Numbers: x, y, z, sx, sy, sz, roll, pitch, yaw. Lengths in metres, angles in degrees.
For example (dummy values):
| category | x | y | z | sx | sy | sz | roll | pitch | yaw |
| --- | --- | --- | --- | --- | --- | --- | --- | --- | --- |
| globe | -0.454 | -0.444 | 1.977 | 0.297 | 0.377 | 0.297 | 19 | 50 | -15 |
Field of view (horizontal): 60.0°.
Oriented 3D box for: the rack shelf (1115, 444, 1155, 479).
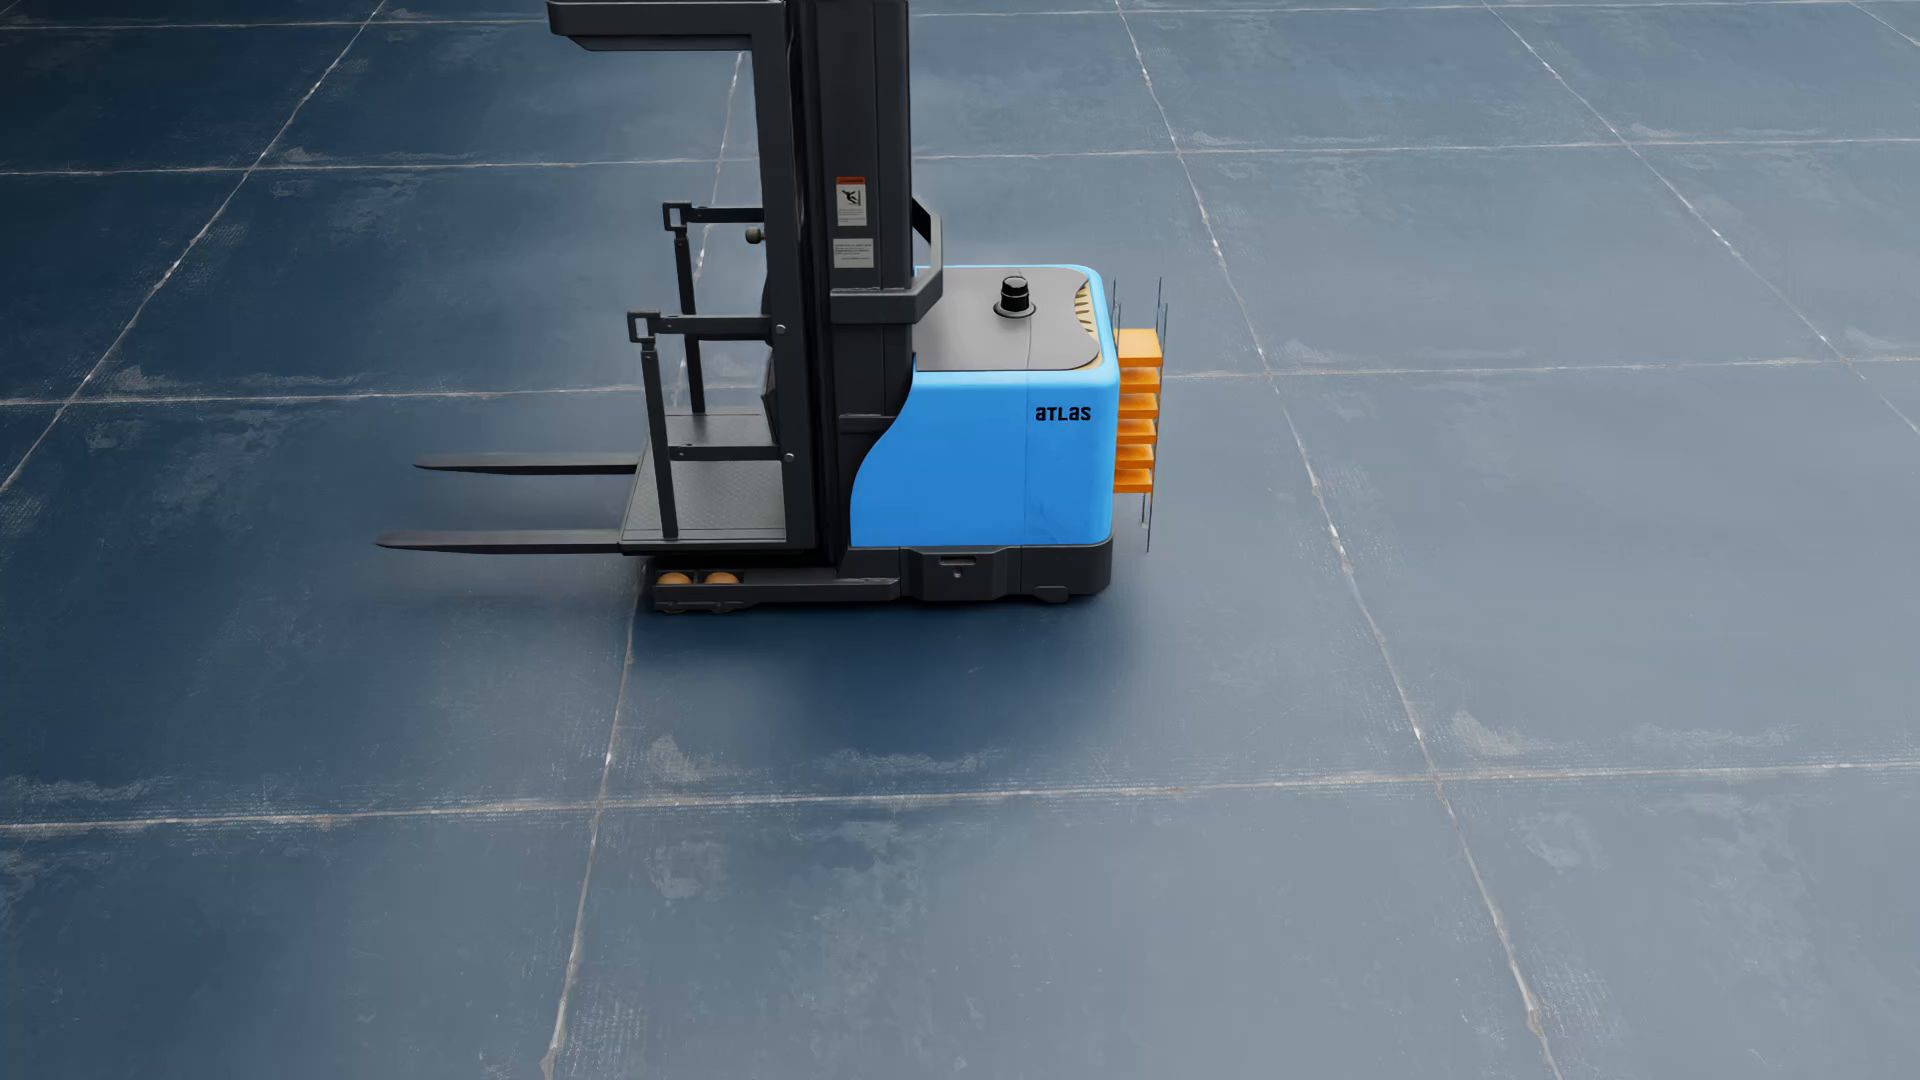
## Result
| category | x | y | z | sx | sy | sz | roll | pitch | yaw |
| --- | --- | --- | --- | --- | --- | --- | --- | --- | --- |
| rack shelf | 0.715 | -0.364 | 7.011 | 0.180 | 0.103 | 0.258 | -1 | 35 | -1 |

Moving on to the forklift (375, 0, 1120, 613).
| category | x | y | z | sx | sy | sz | roll | pitch | yaw |
| --- | --- | --- | --- | --- | --- | --- | --- | --- | --- |
| forklift | -0.897 | -1.209 | 6.422 | 3.031 | 2.935 | 1.130 | -1 | 35 | -1 |

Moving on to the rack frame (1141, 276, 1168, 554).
| category | x | y | z | sx | sy | sz | roll | pitch | yaw |
| --- | --- | --- | --- | --- | --- | --- | --- | --- | --- |
| rack frame | 0.807 | -0.500 | 6.918 | 0.006 | 1.200 | 0.240 | -1 | 35 | -1 |

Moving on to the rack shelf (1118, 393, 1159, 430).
| category | x | y | z | sx | sy | sz | roll | pitch | yaw |
| --- | --- | --- | --- | --- | --- | --- | --- | --- | --- |
| rack shelf | 0.715 | -0.561 | 6.874 | 0.180 | 0.103 | 0.258 | -1 | 35 | -1 |

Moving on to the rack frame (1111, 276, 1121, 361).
| category | x | y | z | sx | sy | sz | roll | pitch | yaw |
| --- | --- | --- | --- | --- | --- | --- | --- | --- | --- |
| rack frame | 0.624 | -0.498 | 6.916 | 0.006 | 1.200 | 0.240 | -1 | 35 | -1 |

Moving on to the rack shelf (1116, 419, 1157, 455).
| category | x | y | z | sx | sy | sz | roll | pitch | yaw |
| --- | --- | --- | --- | --- | --- | --- | --- | --- | --- |
| rack shelf | 0.715 | -0.463 | 6.942 | 0.180 | 0.103 | 0.258 | -1 | 35 | -1 |

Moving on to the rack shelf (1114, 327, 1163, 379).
| category | x | y | z | sx | sy | sz | roll | pitch | yaw |
| --- | --- | --- | --- | --- | --- | --- | --- | --- | --- |
| rack shelf | 0.715 | -0.759 | 6.738 | 0.180 | 0.103 | 0.258 | -1 | 35 | -1 |

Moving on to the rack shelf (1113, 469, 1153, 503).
| category | x | y | z | sx | sy | sz | roll | pitch | yaw |
| --- | --- | --- | --- | --- | --- | --- | --- | --- | --- |
| rack shelf | 0.715 | -0.265 | 7.079 | 0.180 | 0.103 | 0.258 | -1 | 35 | -1 |

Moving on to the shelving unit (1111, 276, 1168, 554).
| category | x | y | z | sx | sy | sz | roll | pitch | yaw |
| --- | --- | --- | --- | --- | --- | --- | --- | --- | --- |
| shelving unit | 0.715 | -0.499 | 6.917 | 0.189 | 1.200 | 0.258 | -1 | 35 | -1 |

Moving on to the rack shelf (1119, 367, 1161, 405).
| category | x | y | z | sx | sy | sz | roll | pitch | yaw |
| --- | --- | --- | --- | --- | --- | --- | --- | --- | --- |
| rack shelf | 0.715 | -0.660 | 6.806 | 0.180 | 0.103 | 0.258 | -1 | 35 | -1 |
